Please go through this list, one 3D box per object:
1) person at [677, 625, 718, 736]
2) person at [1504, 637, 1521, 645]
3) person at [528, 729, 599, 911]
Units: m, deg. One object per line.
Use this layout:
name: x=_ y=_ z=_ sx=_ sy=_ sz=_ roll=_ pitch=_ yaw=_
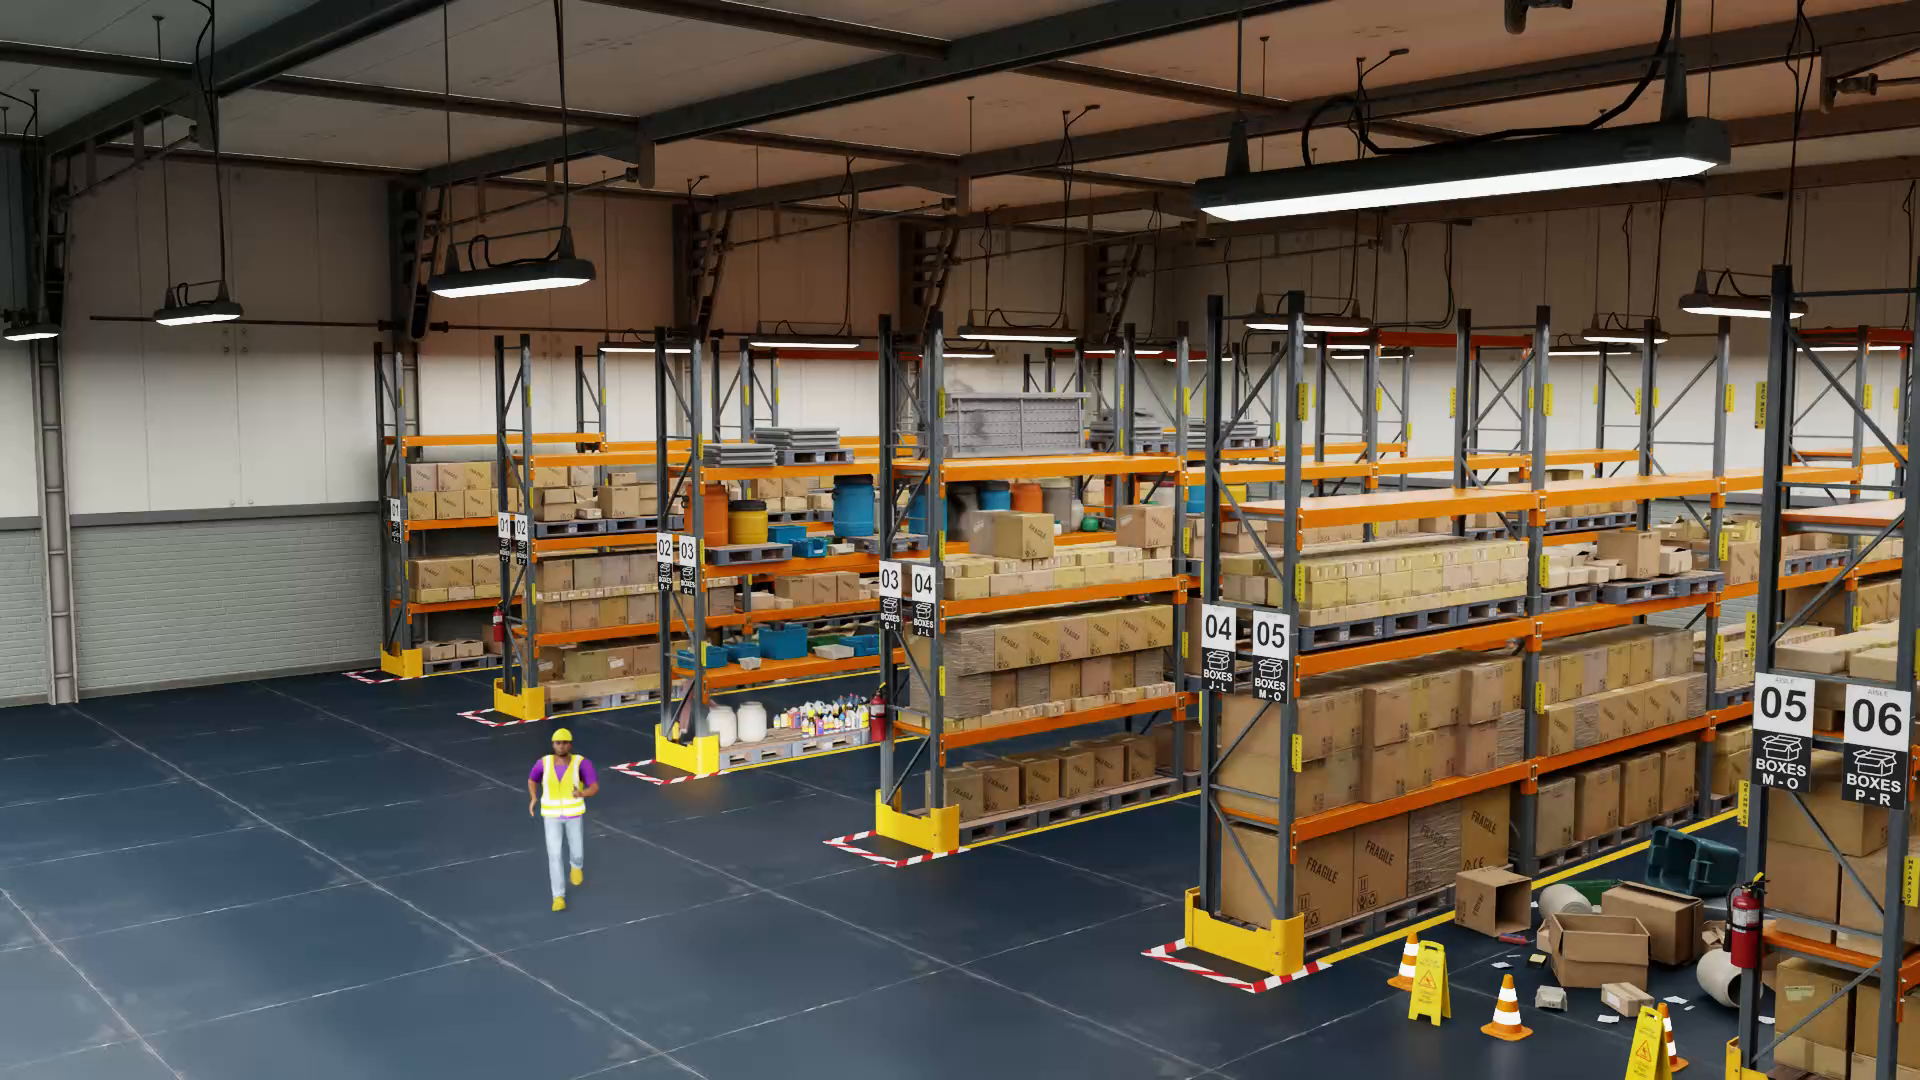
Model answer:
person: x=-3.875 y=2.063 z=24.629 sx=0.947 sy=1.657 sz=0.577 roll=-4 pitch=7 yaw=-39
person: x=7.934 y=2.130 z=24.051 sx=0.621 sy=1.583 sz=0.497 roll=5 pitch=7 yaw=44
person: x=-3.986 y=2.760 z=16.716 sx=0.711 sy=1.748 sz=0.954 roll=-1 pitch=5 yaw=-10
